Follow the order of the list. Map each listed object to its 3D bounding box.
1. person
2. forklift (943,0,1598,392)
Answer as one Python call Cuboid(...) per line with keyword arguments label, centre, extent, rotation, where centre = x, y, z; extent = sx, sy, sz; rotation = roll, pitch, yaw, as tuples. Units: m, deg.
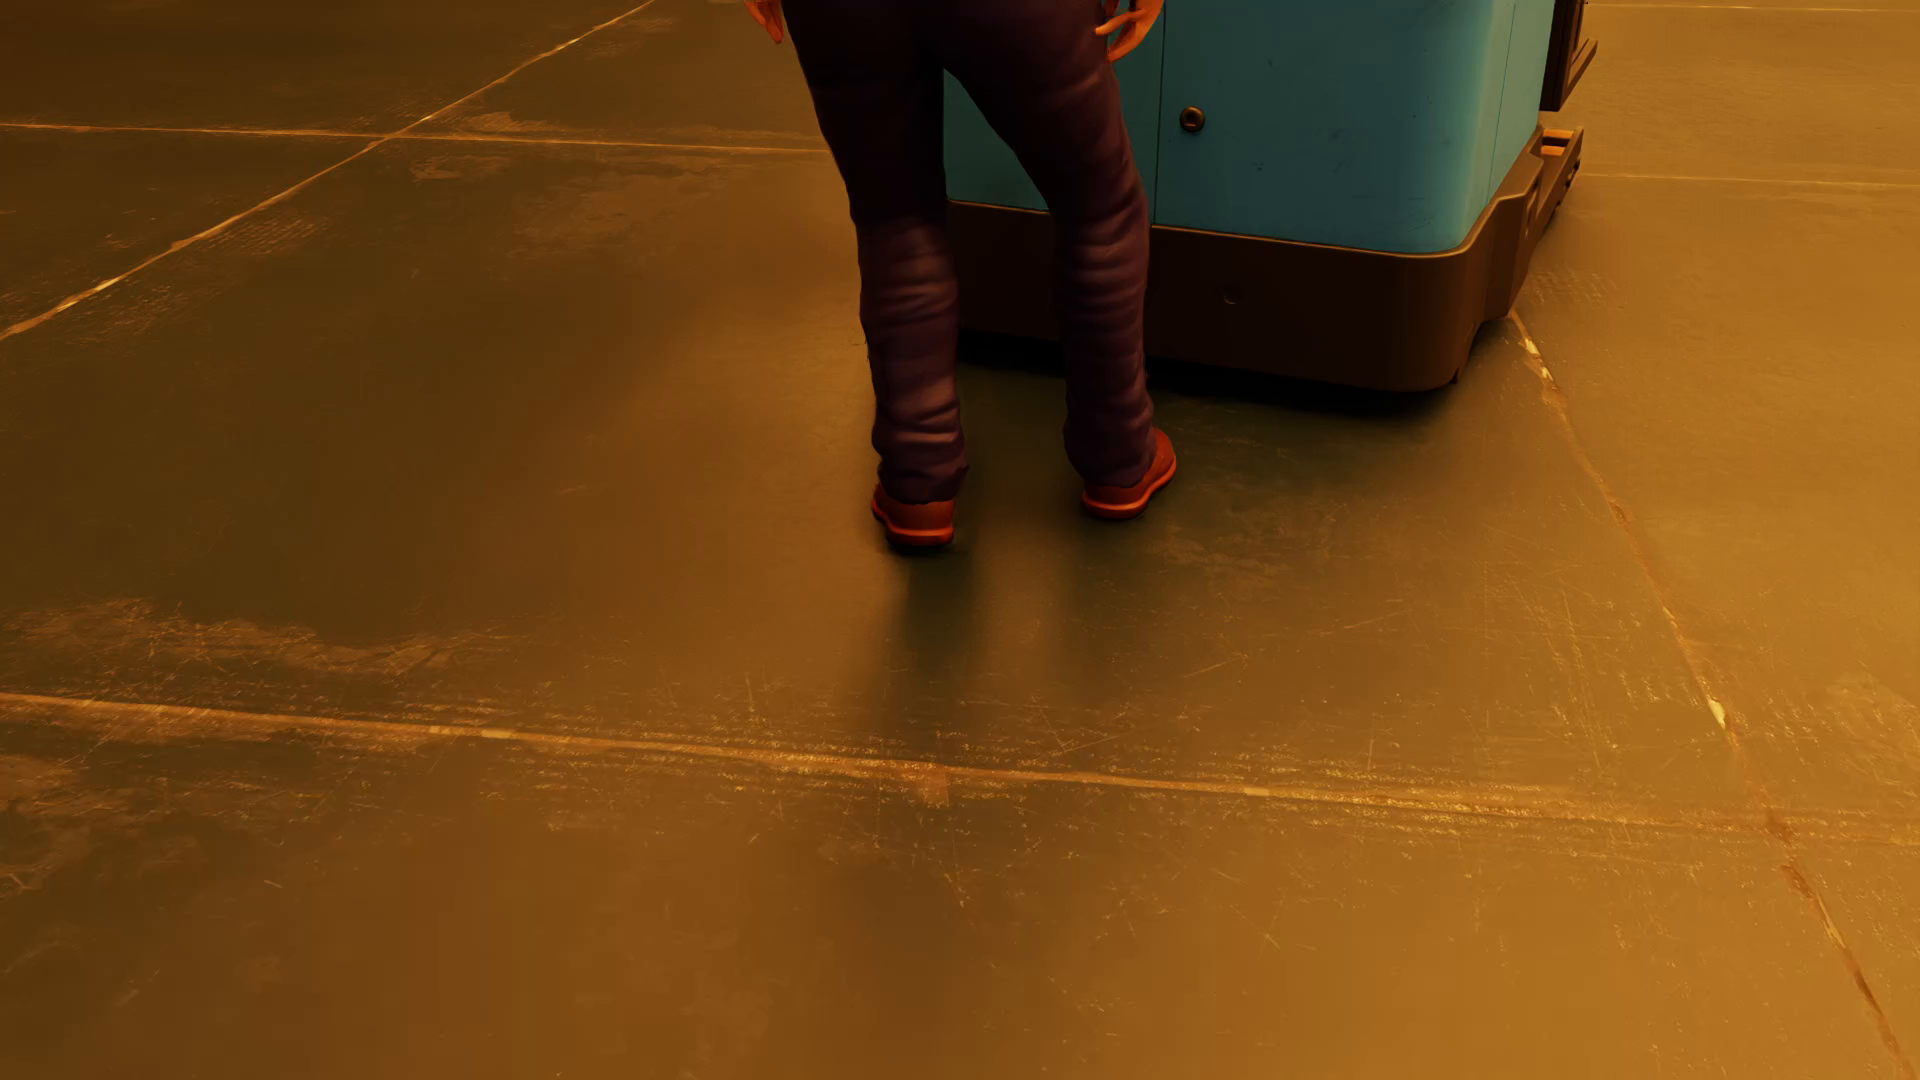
Cuboid(label="person", centre=(0.012, -0.781, 2.277), extent=(0.630, 1.631, 0.513), rotation=(5, 27, 10))
Cuboid(label="forklift", centre=(0.960, -2.196, 3.618), extent=(1.130, 2.935, 3.031), rotation=(11, 29, 22))
